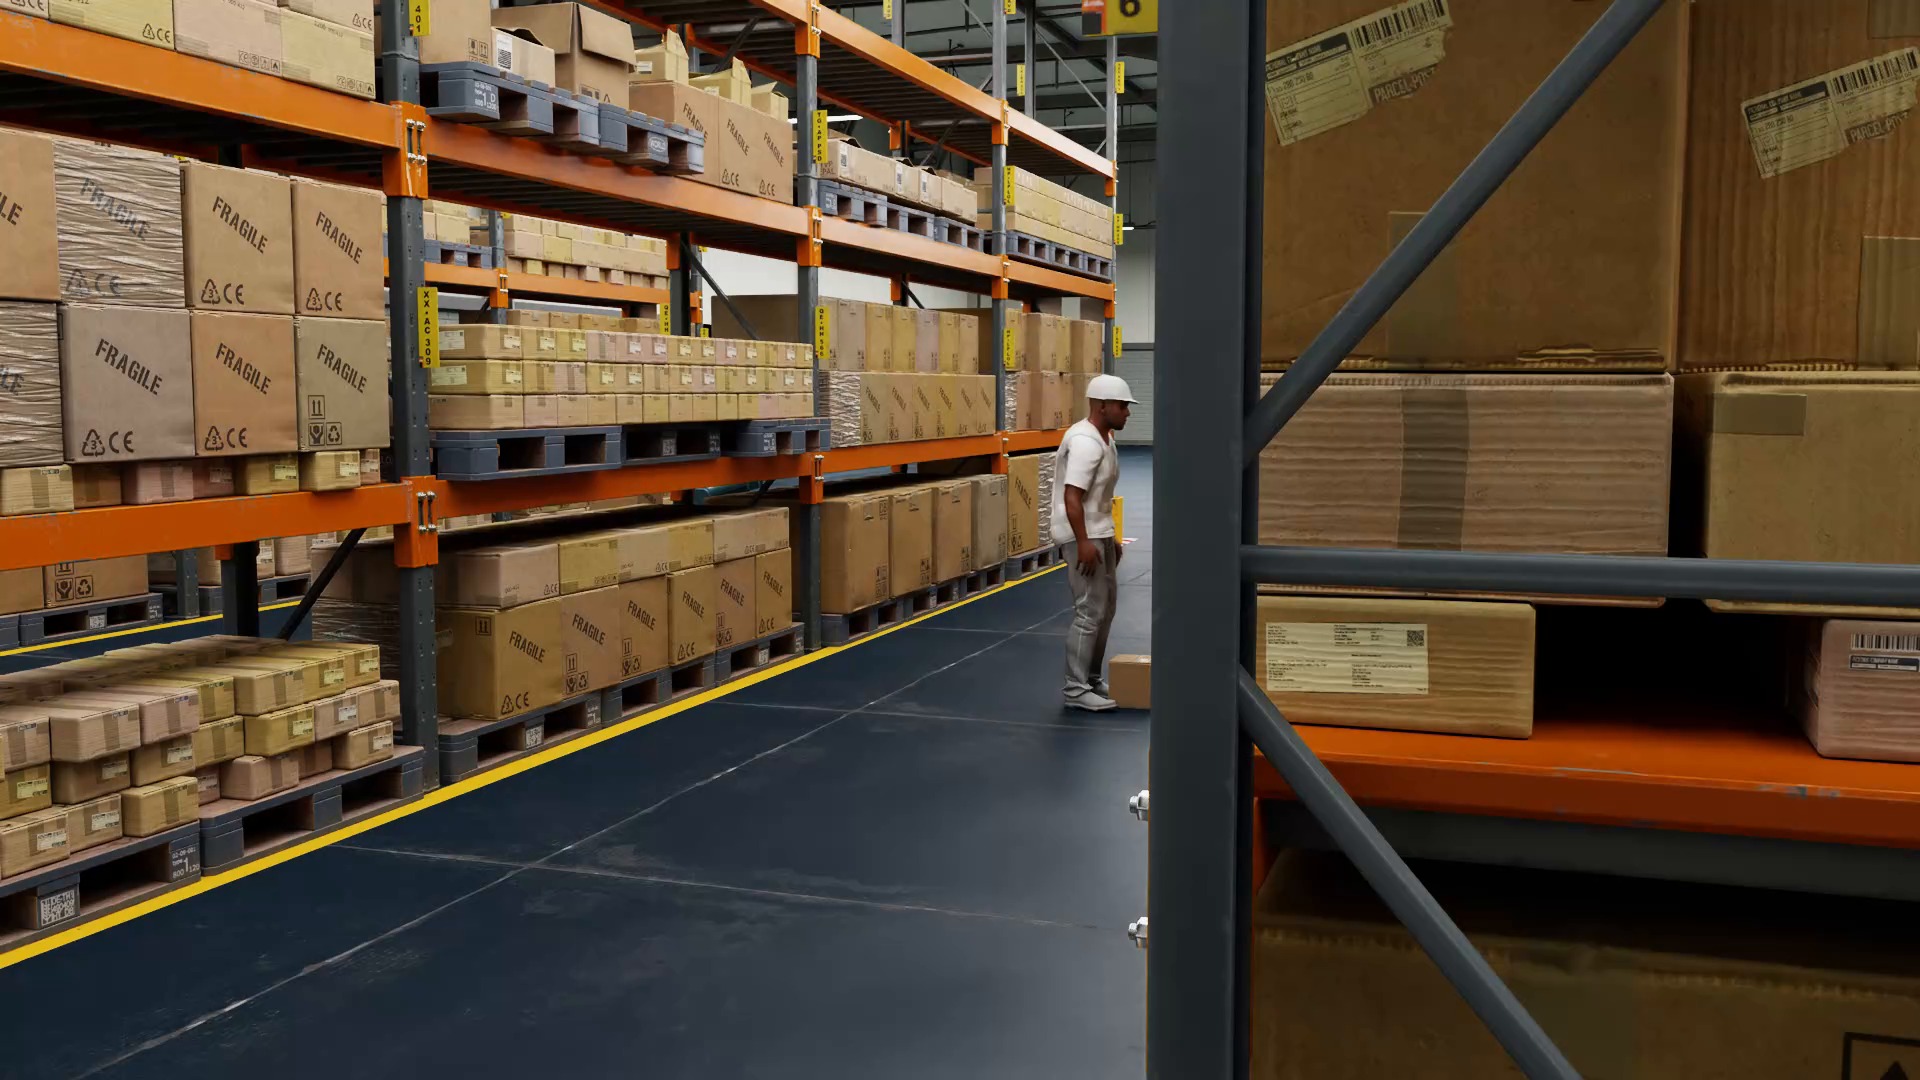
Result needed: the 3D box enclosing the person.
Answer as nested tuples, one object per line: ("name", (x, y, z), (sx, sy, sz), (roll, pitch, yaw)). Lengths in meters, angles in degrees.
("person", (0.721, 0.001, 8.885), (0.457, 1.761, 0.628), (2, 5, 19))
